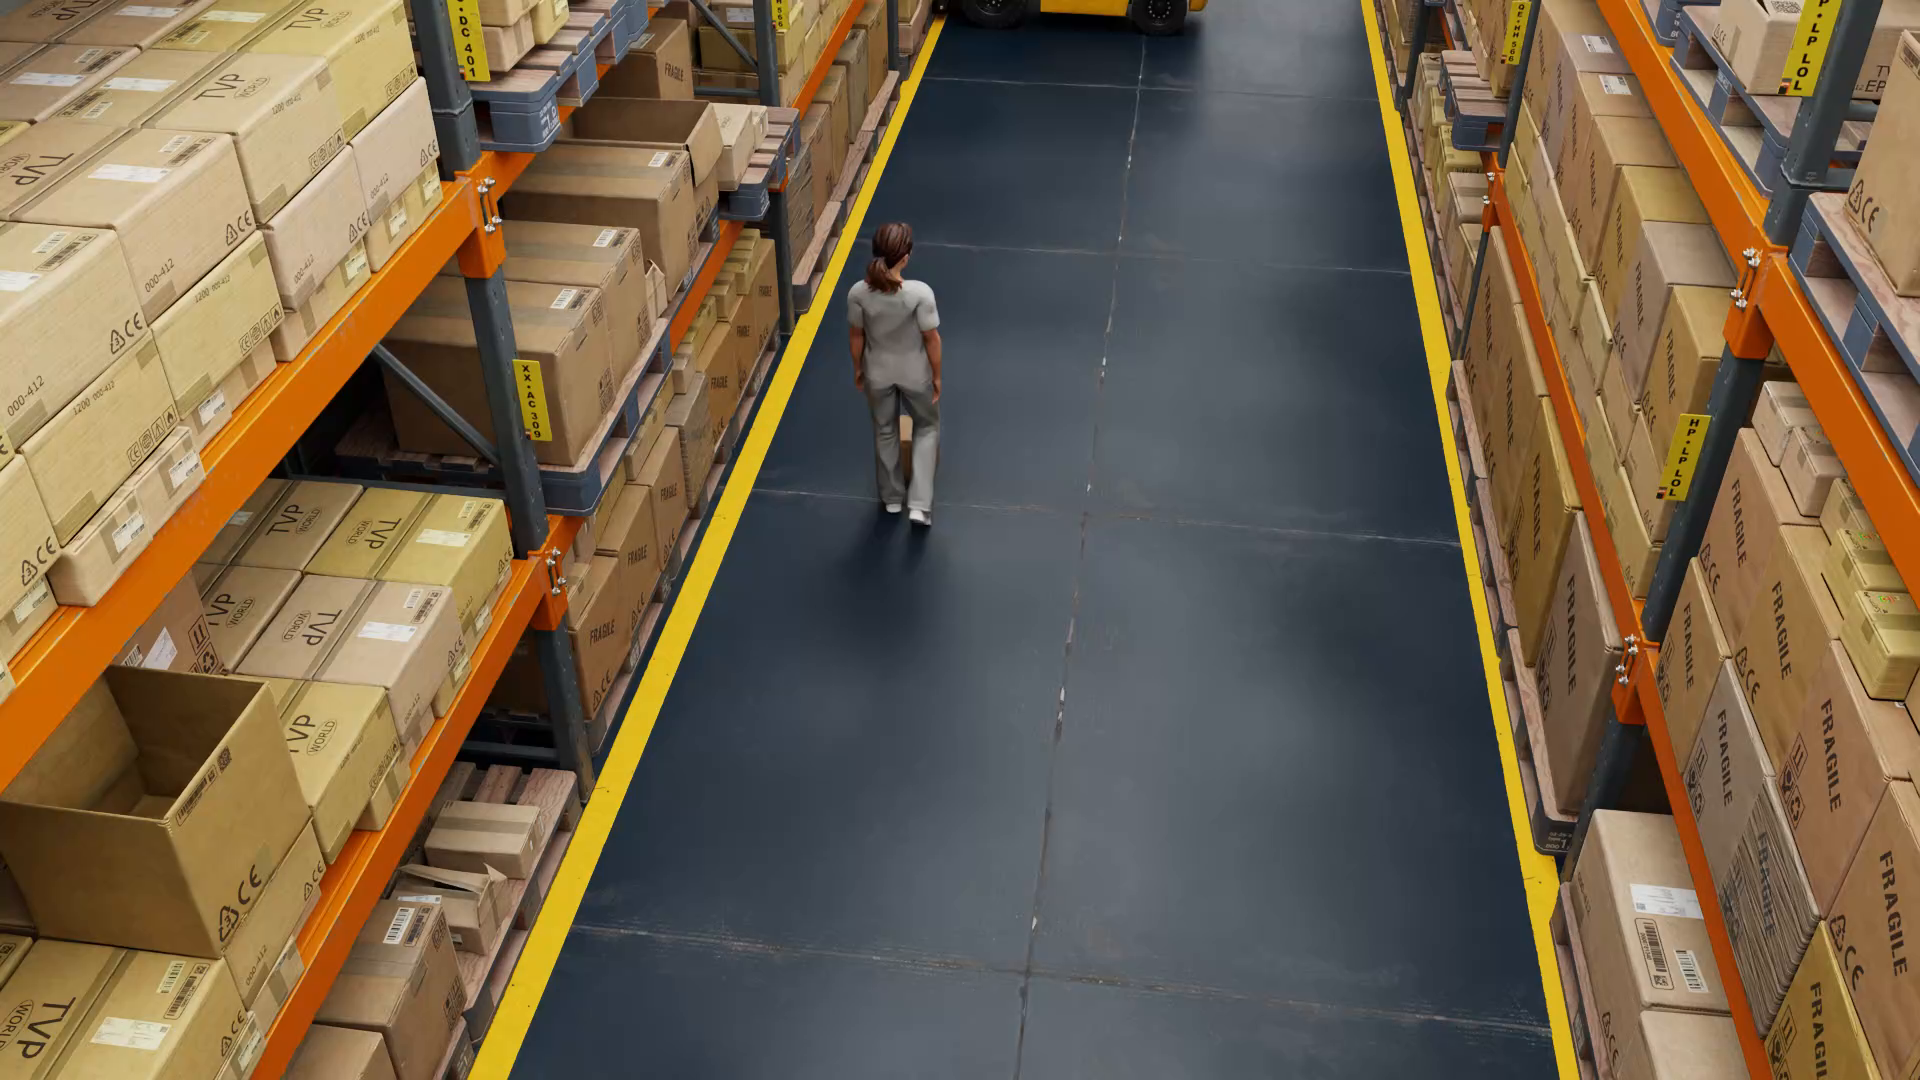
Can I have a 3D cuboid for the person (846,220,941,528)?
[{"bbox_3d":[-0.308,-0.781,8.175,0.450,1.765,0.487,4,36,5],"label":"person"}]
